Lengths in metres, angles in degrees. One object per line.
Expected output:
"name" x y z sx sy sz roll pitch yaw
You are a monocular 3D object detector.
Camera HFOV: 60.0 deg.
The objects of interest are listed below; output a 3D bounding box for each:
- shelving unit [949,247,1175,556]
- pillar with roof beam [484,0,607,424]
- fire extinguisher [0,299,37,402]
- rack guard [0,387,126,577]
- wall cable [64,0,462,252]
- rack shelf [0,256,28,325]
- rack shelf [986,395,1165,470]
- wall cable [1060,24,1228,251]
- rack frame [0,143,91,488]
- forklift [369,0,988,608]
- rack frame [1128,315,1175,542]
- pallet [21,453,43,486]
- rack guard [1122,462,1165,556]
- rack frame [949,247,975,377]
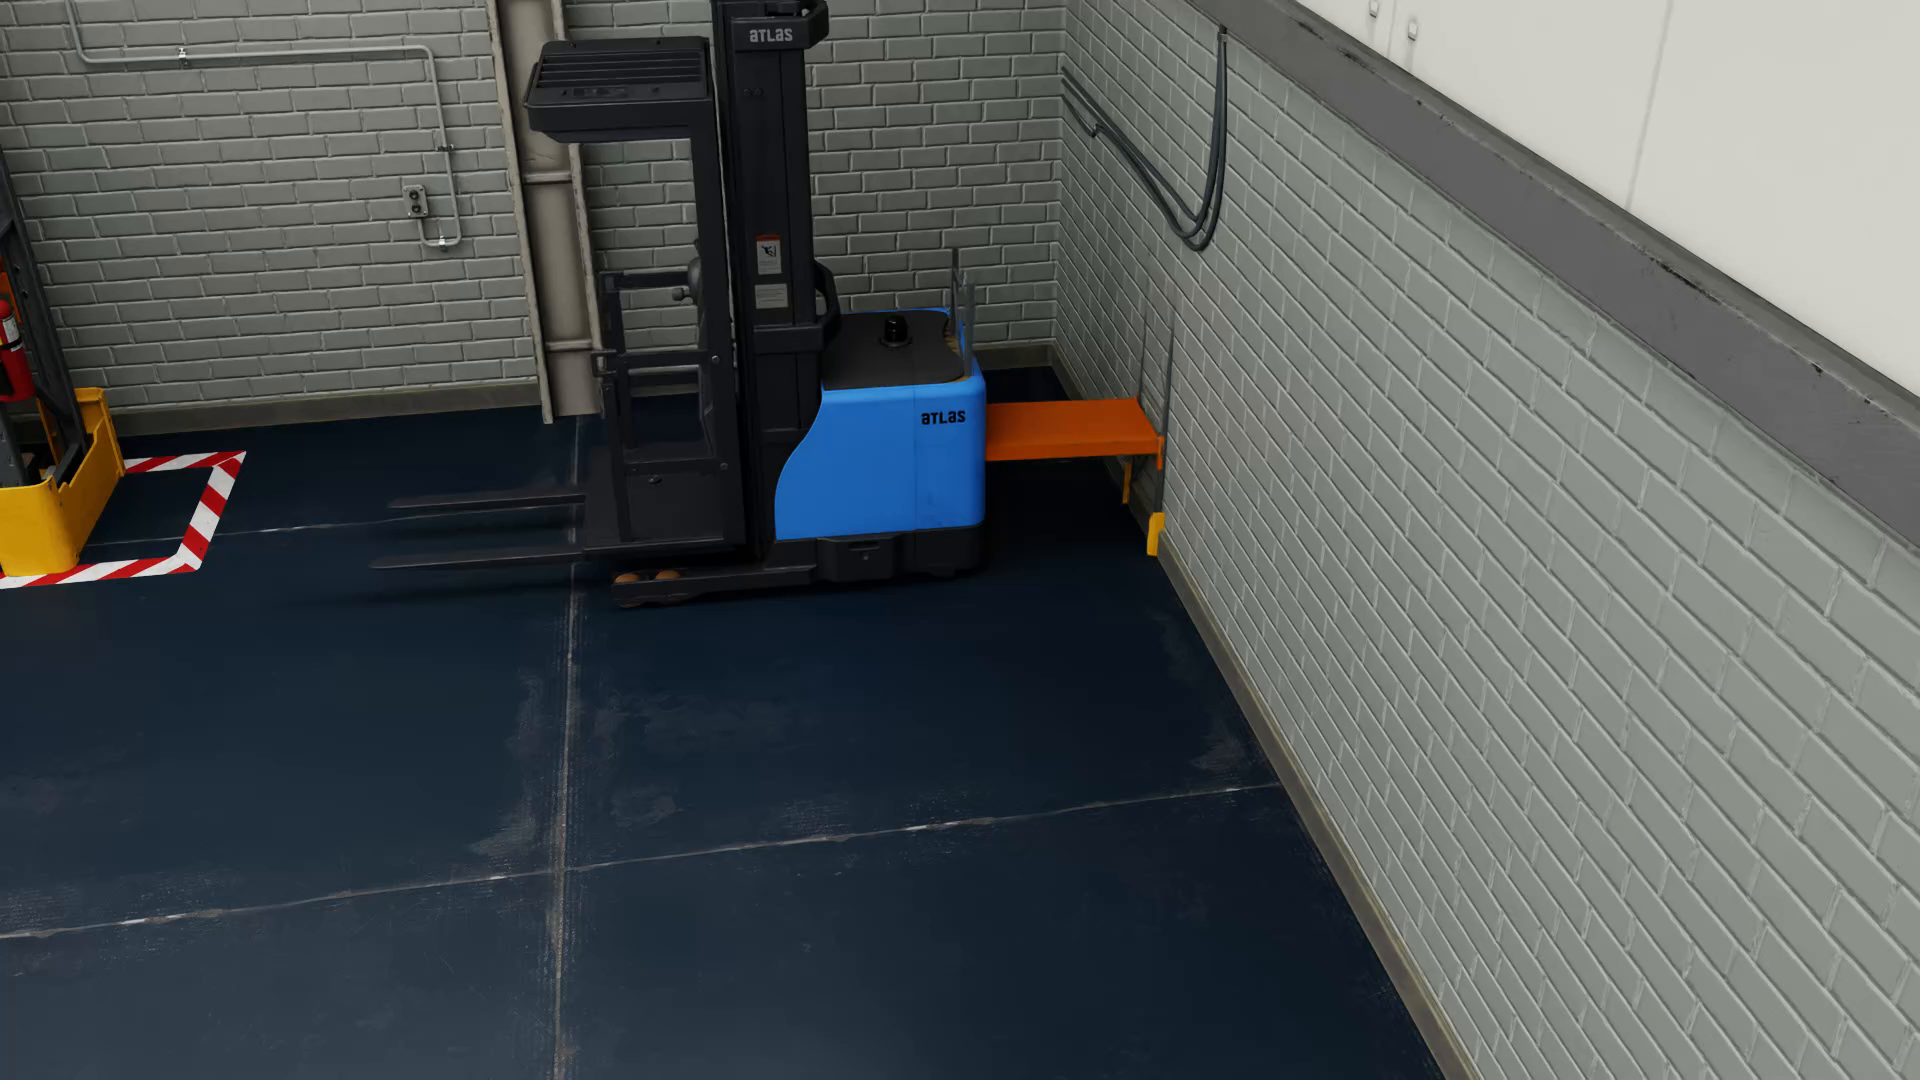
"shelving unit" 0.501 -0.689 8.406 1.083 1.500 0.587 -3 30 -9
"pillar with roof beam" -1.543 -2.521 4.160 0.400 9.000 9.100 -5 31 -9
"fire extinguisher" -4.587 -0.993 7.924 0.183 0.674 0.296 -5 31 -9
"rack guard" -4.795 -0.329 8.816 0.348 0.500 1.175 -5 31 -9
"wall cable" -3.729 -2.430 8.922 1.851 1.984 0.084 -5 31 -9
"rack shelf" -6.785 -0.911 8.050 4.000 0.370 1.077 -5 31 -9
"rack shelf" 0.487 -0.532 8.492 1.000 0.185 0.538 -3 30 -9
"wall cable" 0.810 -2.990 8.020 0.112 2.526 3.097 -5 31 -9
"rack frame" -4.818 -1.404 8.178 0.127 3.000 1.000 -5 31 -9
"forklift" -1.422 -1.217 7.928 3.031 2.935 1.130 -4 31 -7
"rack frame" 0.994 -0.715 8.484 0.032 1.500 0.500 -3 30 -9
"pallet" -5.591 -0.090 8.695 1.213 0.211 1.003 -5 31 -9
"rack guard" 0.973 -0.170 8.788 0.087 0.250 0.587 -3 30 -9
"rack frame" -0.009 -0.662 8.326 0.032 1.500 0.500 -3 30 -9
